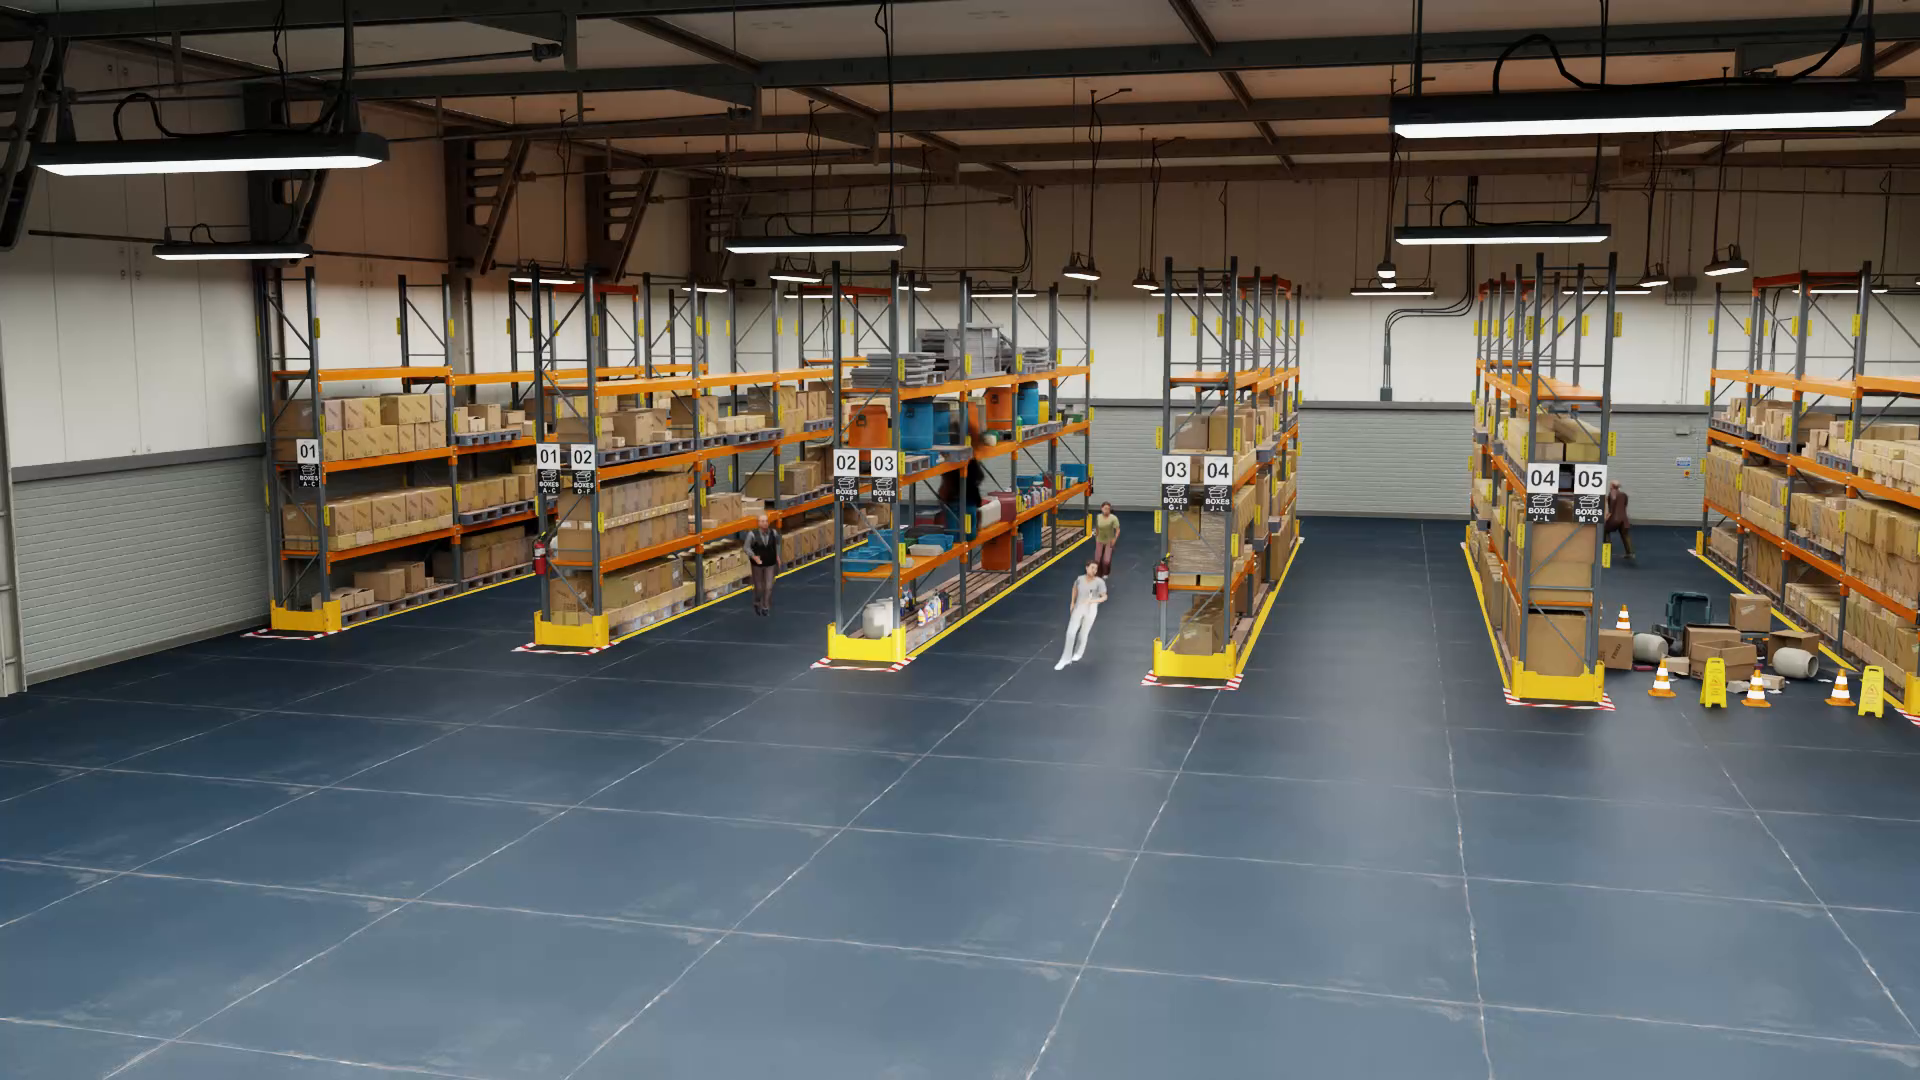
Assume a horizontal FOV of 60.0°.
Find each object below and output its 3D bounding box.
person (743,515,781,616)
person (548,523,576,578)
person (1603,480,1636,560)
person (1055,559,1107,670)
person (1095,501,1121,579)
[{"bbox_3d":[-3.257,0.430,27.435,0.654,1.713,0.708,-2,8,-15],"label":"person"},{"bbox_3d":[-6.983,0.464,29.492,0.574,1.644,0.737,1,7,5],"label":"person"},{"bbox_3d":[14.203,-0.406,35.904,0.700,1.755,1.061,-2,8,-16],"label":"person"},{"bbox_3d":[1.824,1.076,24.651,0.746,1.630,0.739,1,7,12],"label":"person"},{"bbox_3d":[2.753,0.048,31.299,0.571,1.603,0.727,2,8,16],"label":"person"}]
